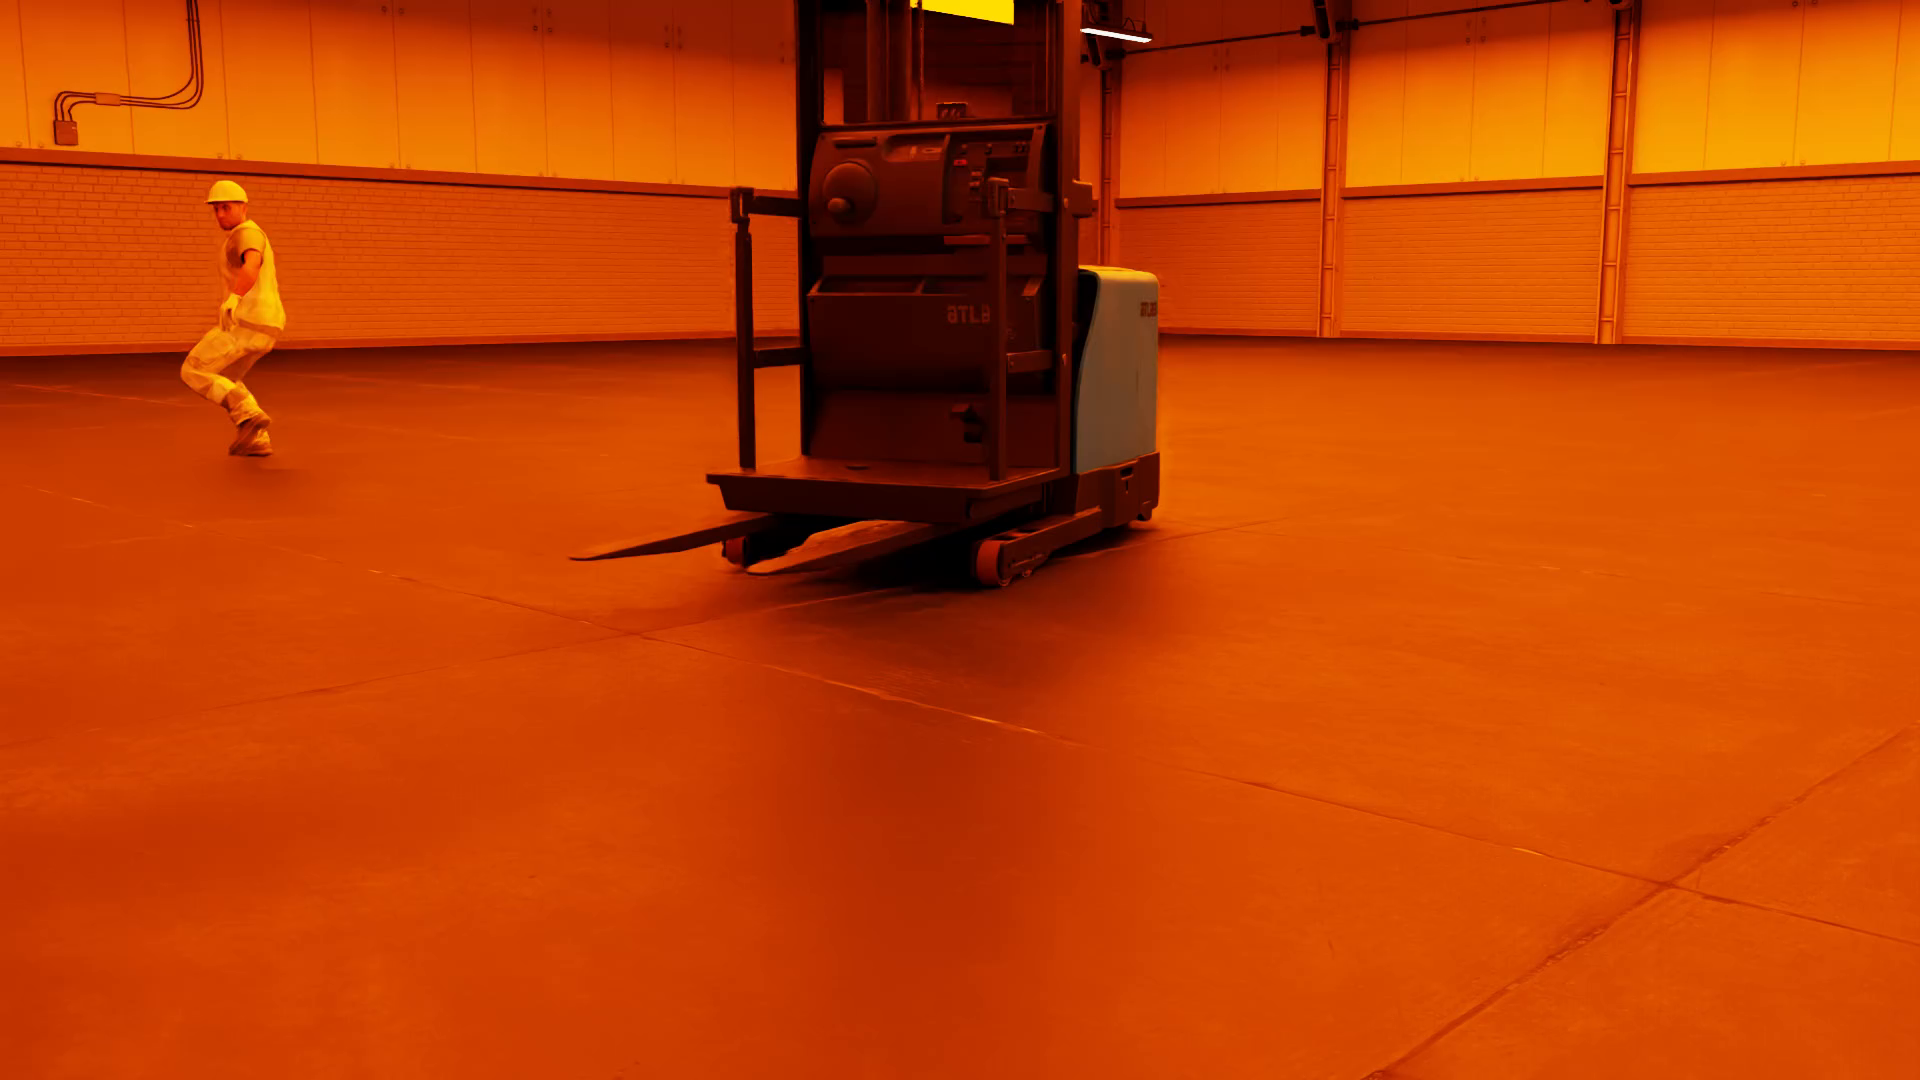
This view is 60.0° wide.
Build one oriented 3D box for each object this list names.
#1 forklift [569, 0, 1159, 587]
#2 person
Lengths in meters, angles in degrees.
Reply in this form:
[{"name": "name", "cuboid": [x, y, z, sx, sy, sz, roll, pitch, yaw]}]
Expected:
[{"name": "forklift", "cuboid": [-0.214, -1.361, 5.913, 1.130, 2.935, 3.031, 4, 9, 24]}, {"name": "person", "cuboid": [-4.267, -1.287, 9.848, 0.510, 1.648, 1.060, -1, 9, -6]}]
